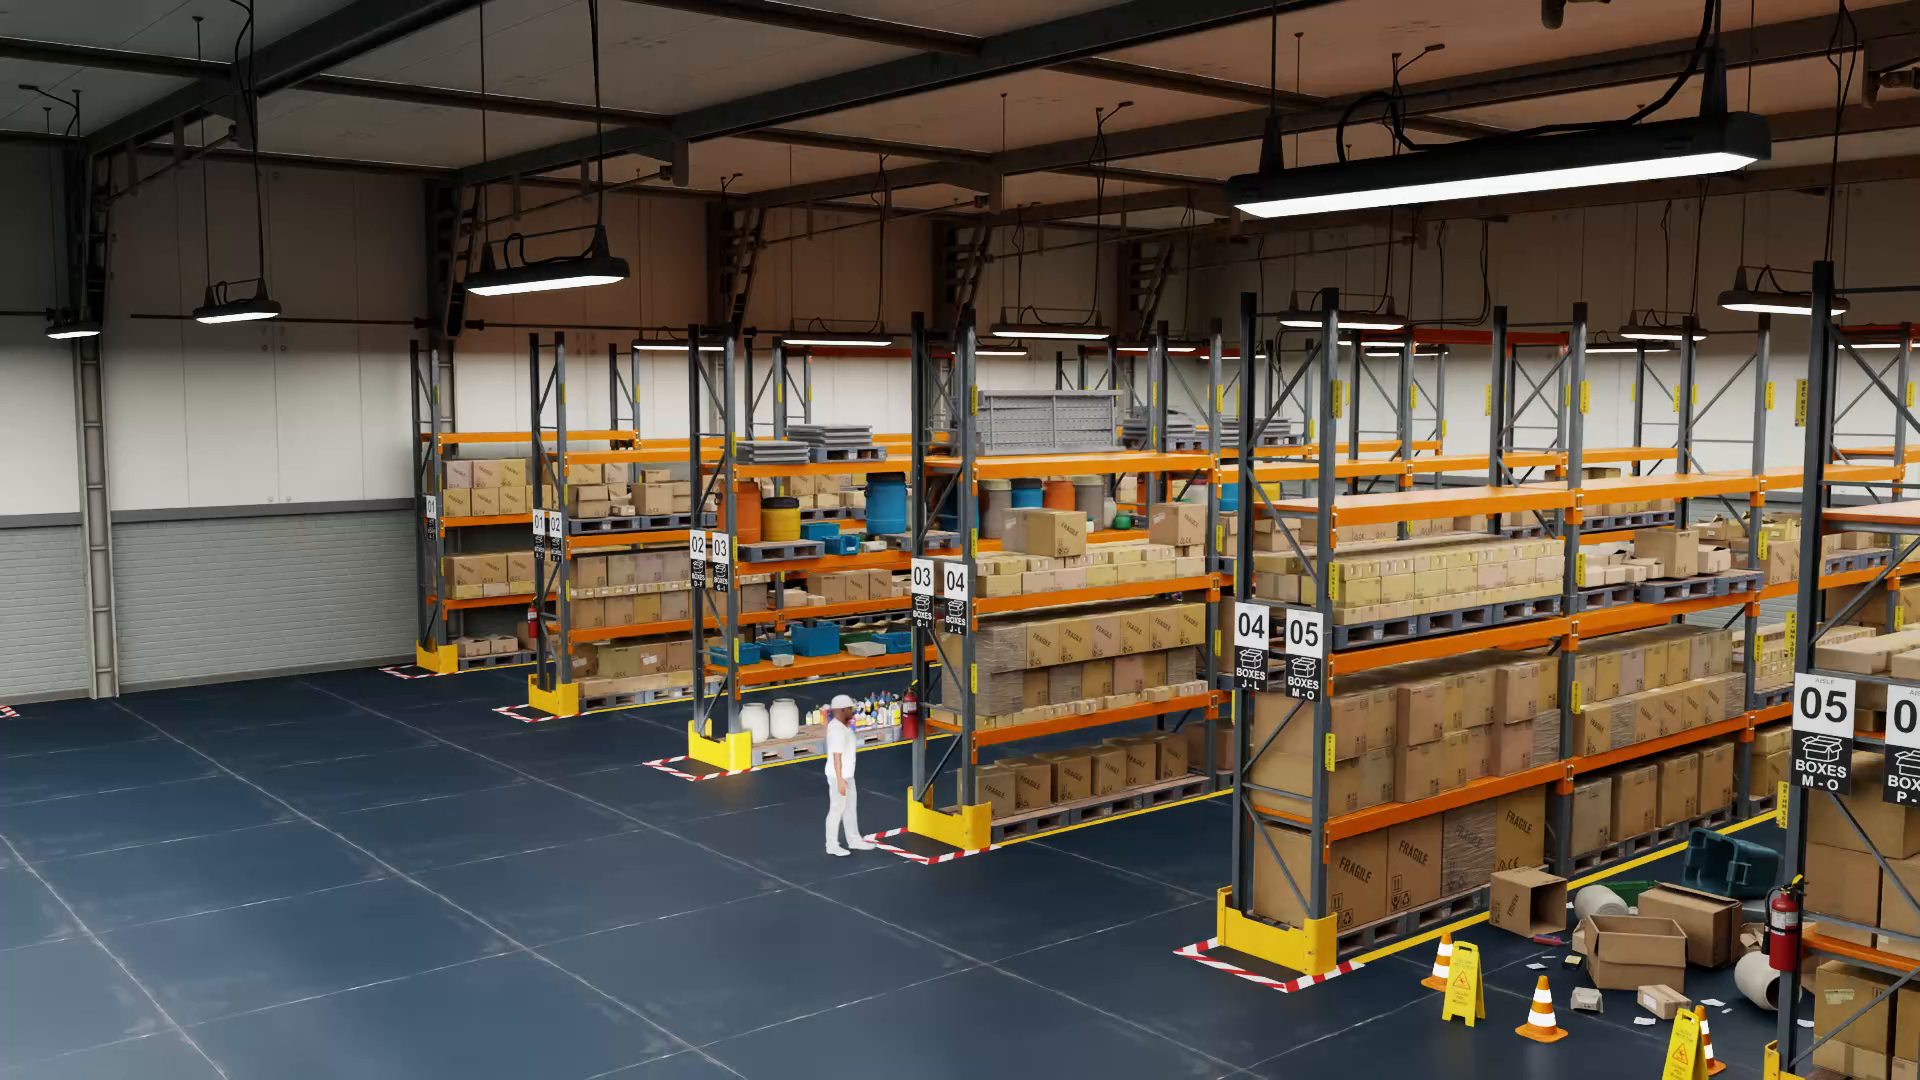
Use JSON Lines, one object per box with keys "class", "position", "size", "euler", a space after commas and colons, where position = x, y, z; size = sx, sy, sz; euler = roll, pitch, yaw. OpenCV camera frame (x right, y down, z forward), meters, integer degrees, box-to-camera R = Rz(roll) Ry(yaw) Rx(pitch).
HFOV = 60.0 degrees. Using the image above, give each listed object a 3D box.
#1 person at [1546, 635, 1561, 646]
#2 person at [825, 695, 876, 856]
{"class": "person", "position": [8.479, 2.126, 23.773], "size": [0.492, 1.682, 0.365], "euler": [-3, 6, -28]}
{"class": "person", "position": [-1.226, 2.593, 18.350], "size": [0.533, 1.768, 0.617], "euler": [0, 5, 4]}
